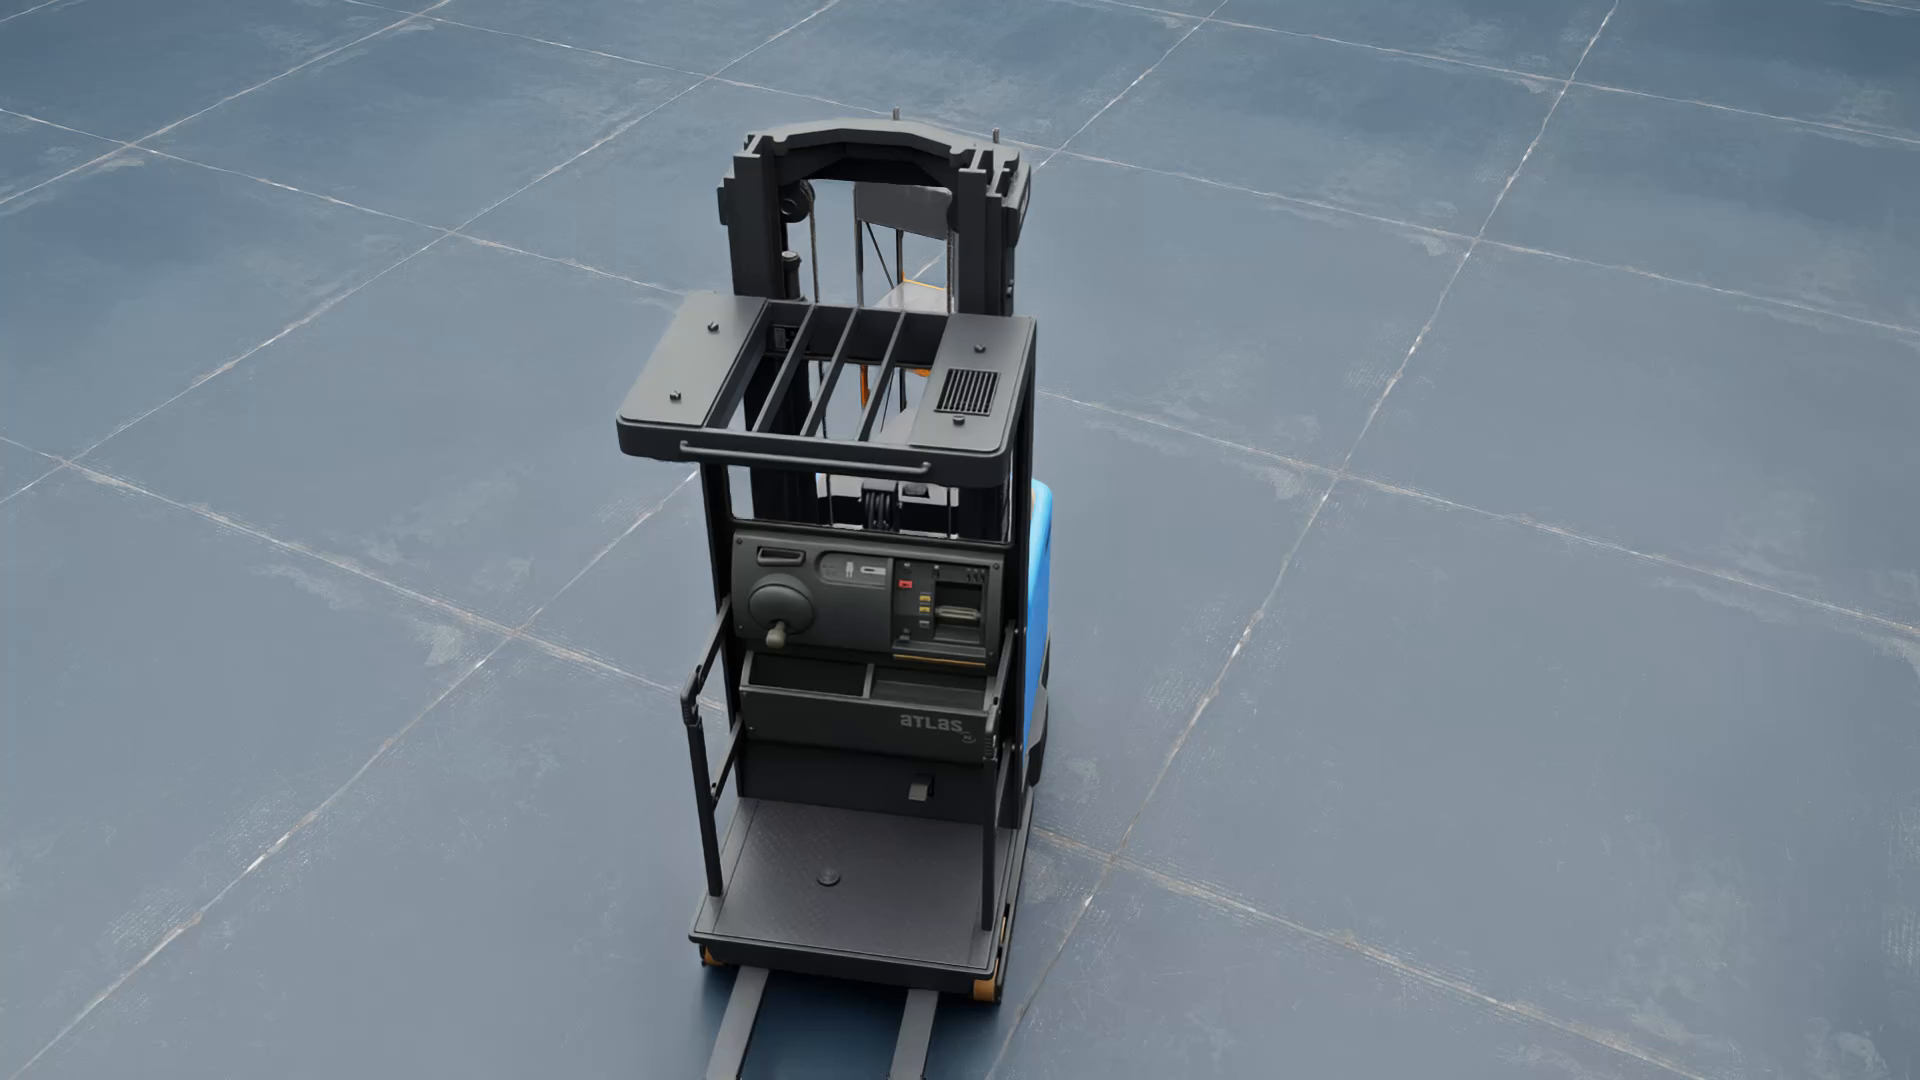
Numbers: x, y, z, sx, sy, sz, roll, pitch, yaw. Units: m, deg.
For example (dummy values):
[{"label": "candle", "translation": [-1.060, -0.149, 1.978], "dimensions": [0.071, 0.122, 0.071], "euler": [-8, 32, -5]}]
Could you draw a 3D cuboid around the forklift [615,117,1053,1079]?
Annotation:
[{"label": "forklift", "translation": [-0.349, 0.272, 5.468], "dimensions": [1.130, 2.935, 3.031], "euler": [6, 38, 7]}]

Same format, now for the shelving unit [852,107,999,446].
[{"label": "shelving unit", "translation": [-0.147, -0.882, 7.676], "dimensions": [0.503, 2.100, 0.431], "euler": [17, 41, 21]}]

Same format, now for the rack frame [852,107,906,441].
[{"label": "rack frame", "translation": [-0.364, -0.950, 7.765], "dimensions": [0.015, 2.100, 0.400], "euler": [17, 41, 21]}]

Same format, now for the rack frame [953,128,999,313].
[{"label": "rack frame", "translation": [0.070, -0.815, 7.586], "dimensions": [0.015, 2.100, 0.400], "euler": [17, 41, 21]}]

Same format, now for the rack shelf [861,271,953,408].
[{"label": "rack shelf", "translation": [-0.147, -0.872, 7.684], "dimensions": [0.480, 0.518, 0.431], "euler": [17, 41, 21]}]

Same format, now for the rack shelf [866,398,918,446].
[{"label": "rack shelf", "translation": [-0.147, -0.314, 8.107], "dimensions": [0.480, 0.518, 0.431], "euler": [17, 41, 21]}]

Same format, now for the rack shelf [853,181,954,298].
[{"label": "rack shelf", "translation": [-0.147, -1.429, 7.261], "dimensions": [0.480, 0.518, 0.431], "euler": [17, 41, 21]}]
